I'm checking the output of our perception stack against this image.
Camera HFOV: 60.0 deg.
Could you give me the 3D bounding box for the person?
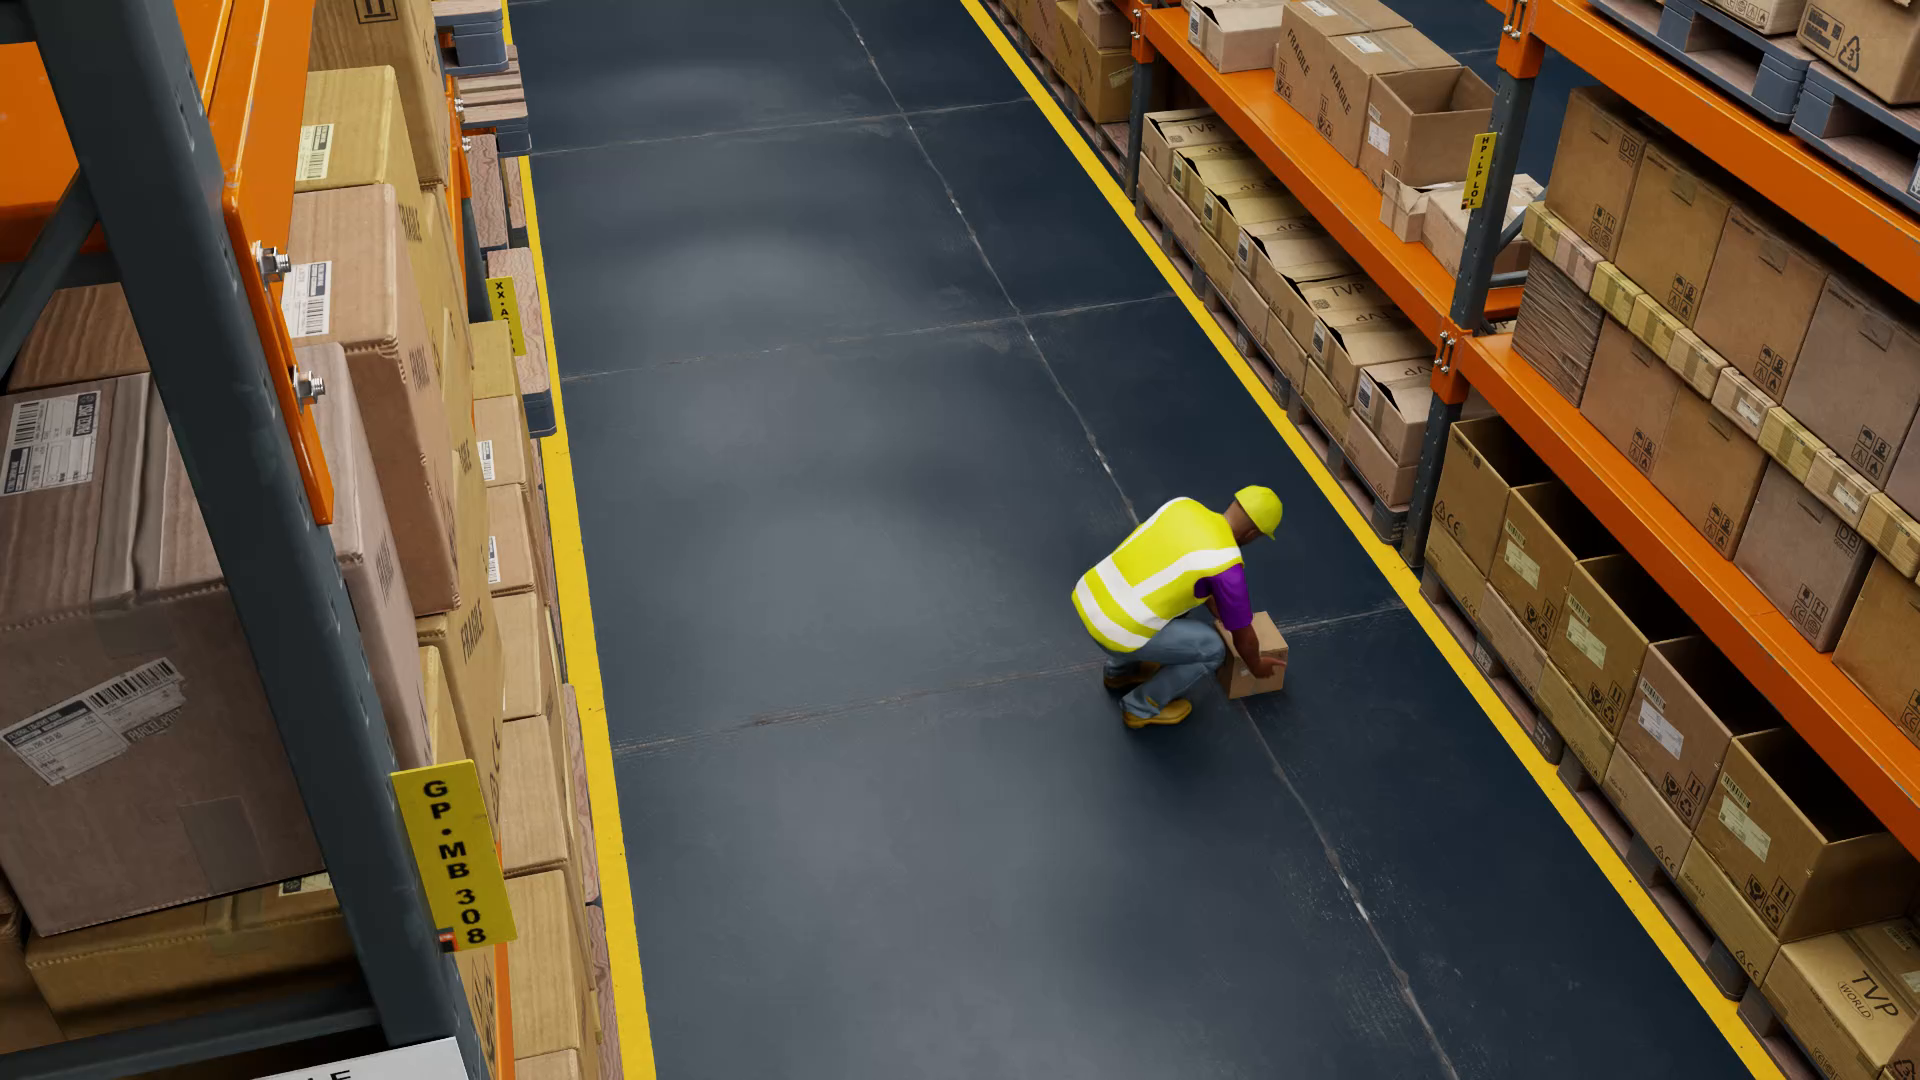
[{"bbox_3d":[0.908,0.250,7.006,0.891,0.995,0.584,-10,39,-12],"label":"person"}]
